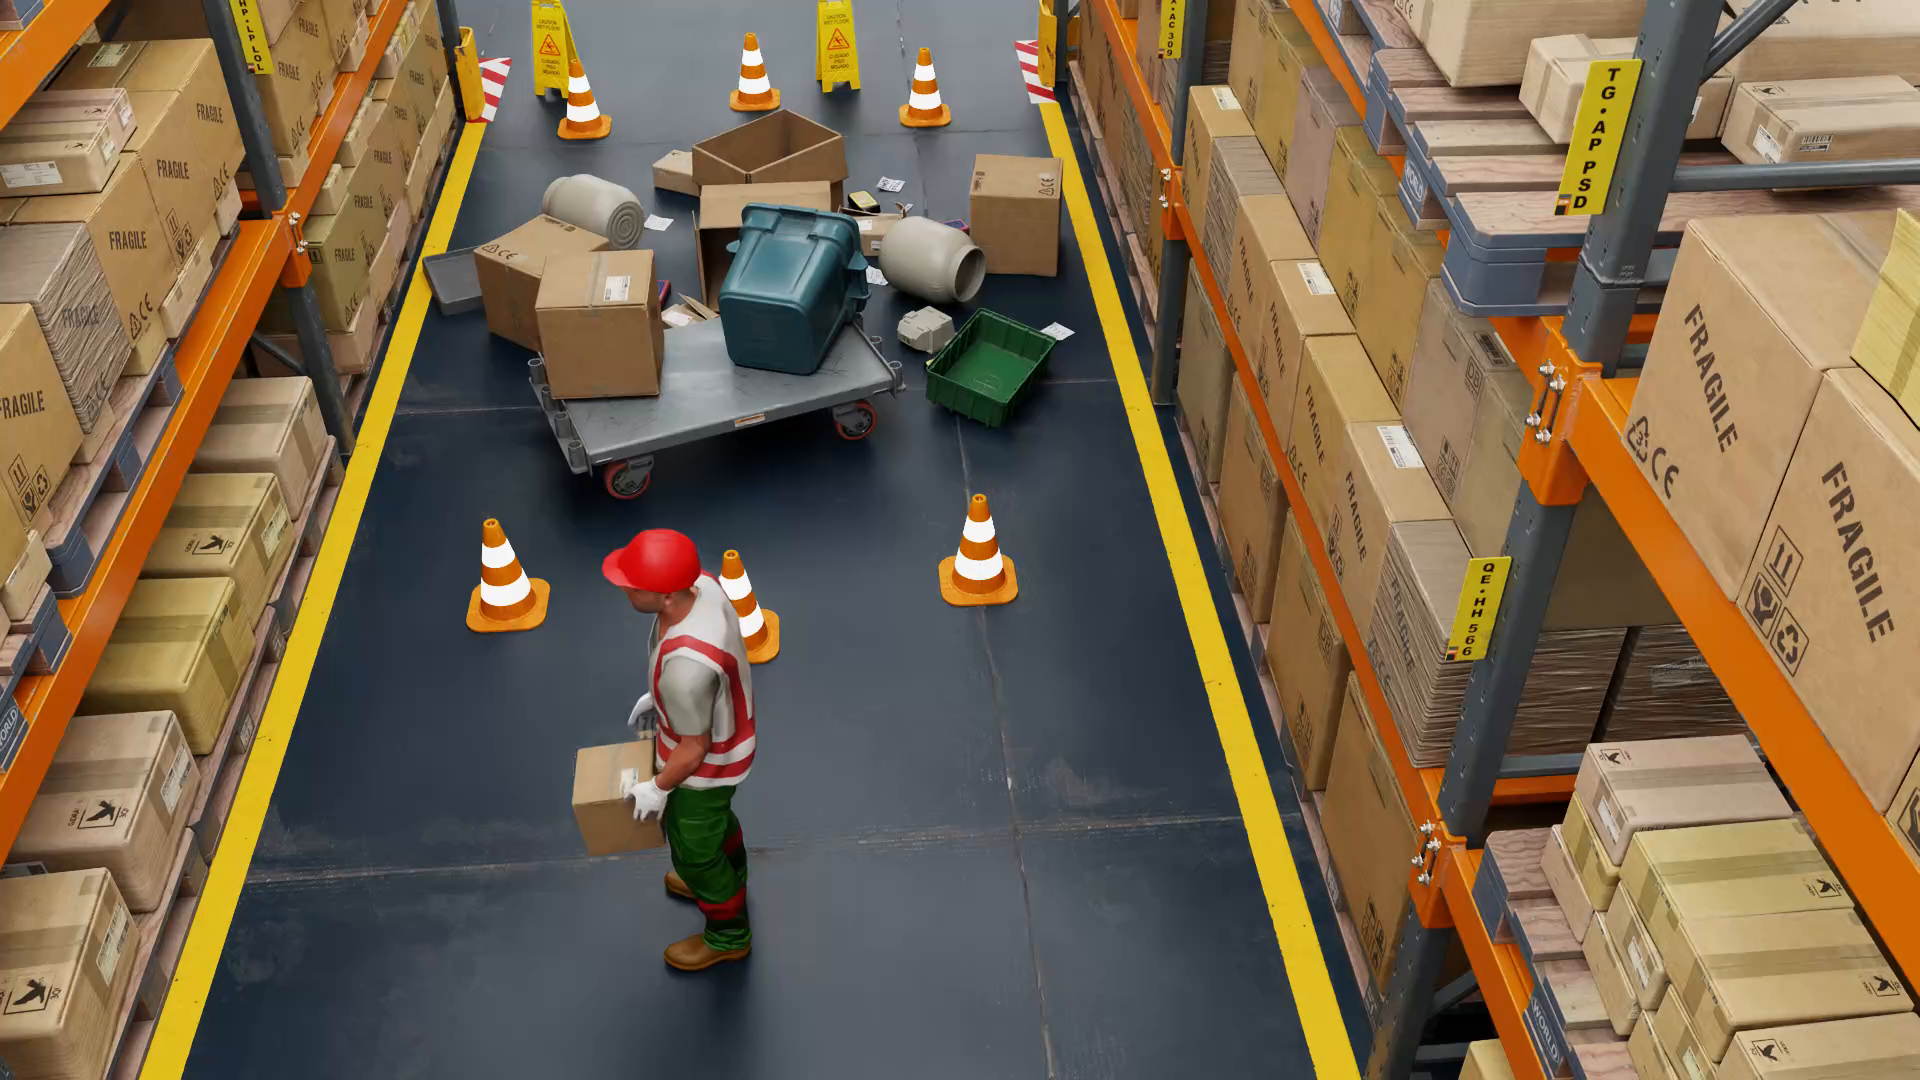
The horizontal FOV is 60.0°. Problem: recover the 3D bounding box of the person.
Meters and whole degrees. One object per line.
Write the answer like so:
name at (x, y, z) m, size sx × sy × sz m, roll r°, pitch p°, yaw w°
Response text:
person at (-0.854, 0.672, 5.298) m, size 0.425 × 1.789 × 0.540 m, roll -4°, pitch 39°, yaw -5°
